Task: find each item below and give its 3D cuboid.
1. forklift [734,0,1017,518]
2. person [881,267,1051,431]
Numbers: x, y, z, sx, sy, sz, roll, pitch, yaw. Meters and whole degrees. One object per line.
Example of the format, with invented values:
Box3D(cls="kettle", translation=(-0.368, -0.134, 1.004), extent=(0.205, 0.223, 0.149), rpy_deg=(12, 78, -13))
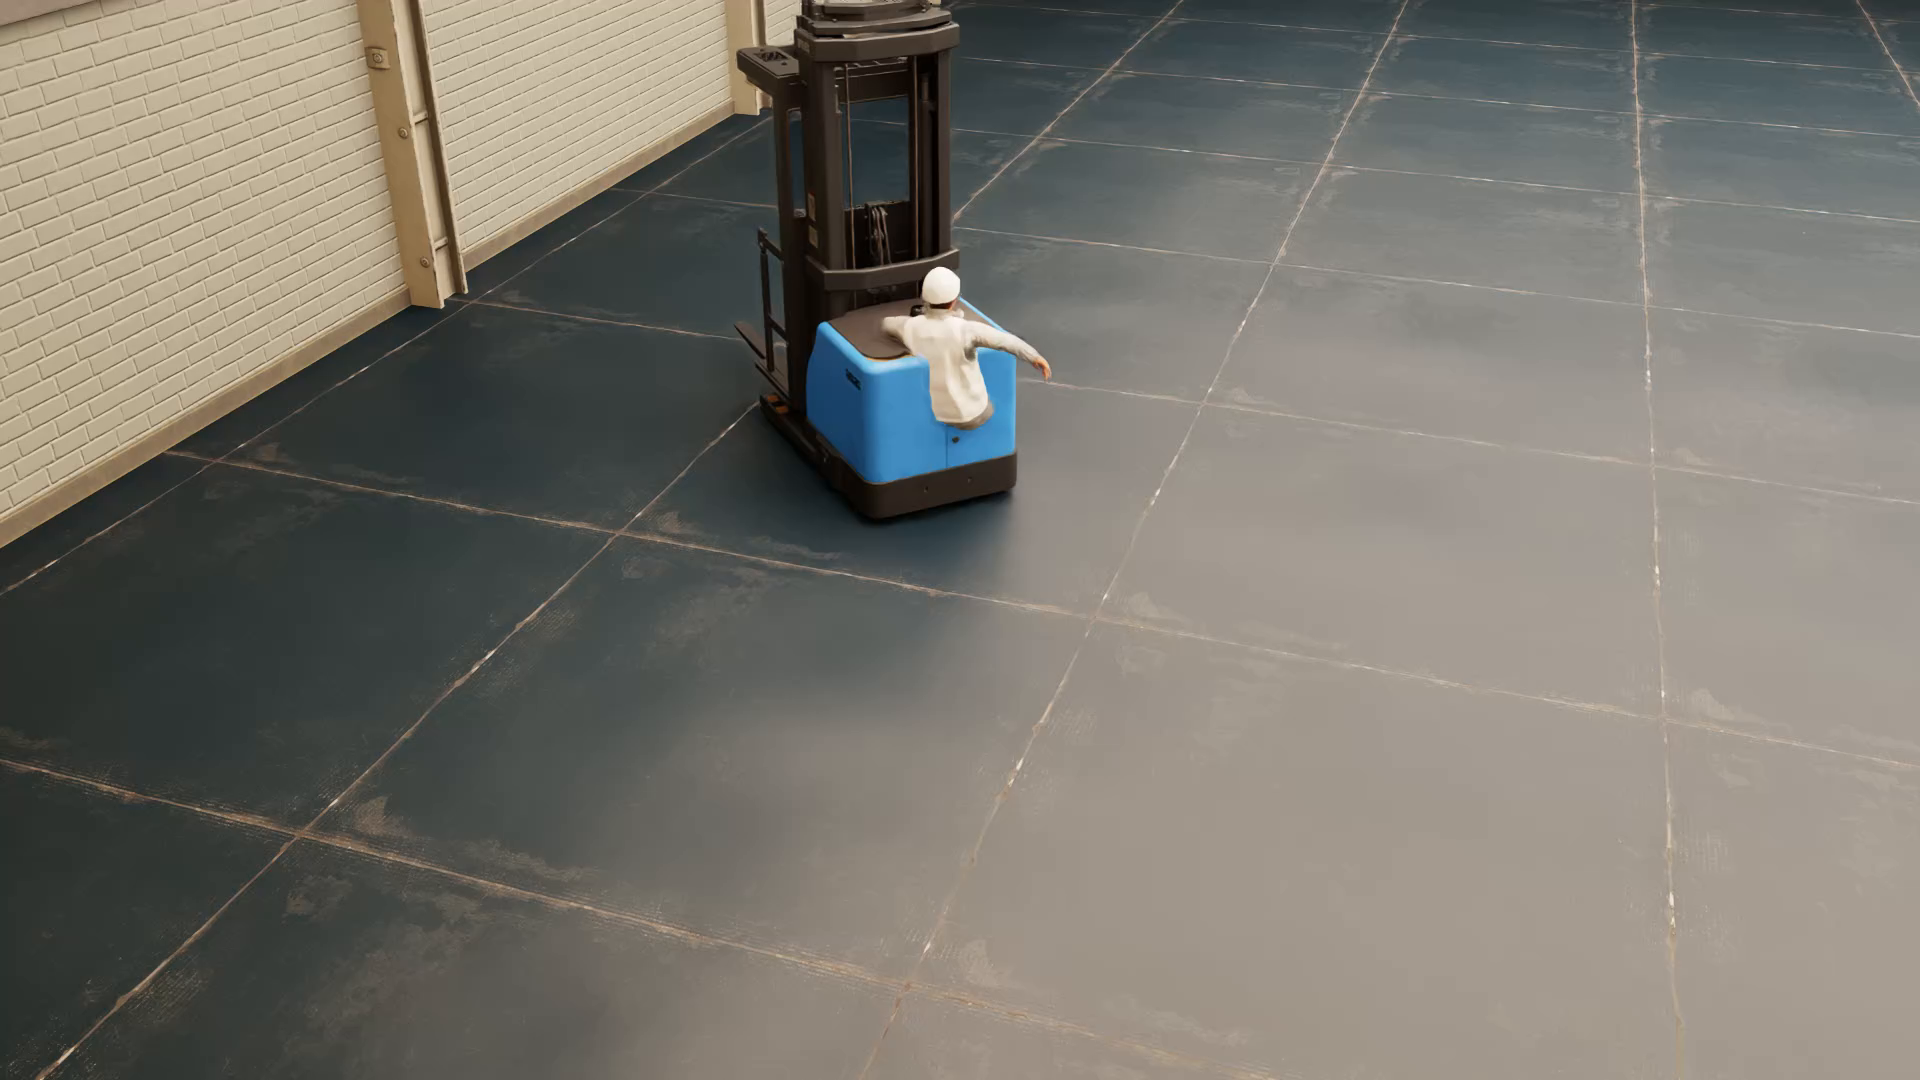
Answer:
Box3D(cls="forklift", translation=(-0.736, -2.113, 10.843), extent=(1.130, 2.935, 3.031), rpy_deg=(-13, 32, -22))
Box3D(cls="person", translation=(0.042, -0.984, 10.255), extent=(1.093, 1.576, 0.795), rpy_deg=(10, 31, 17))
